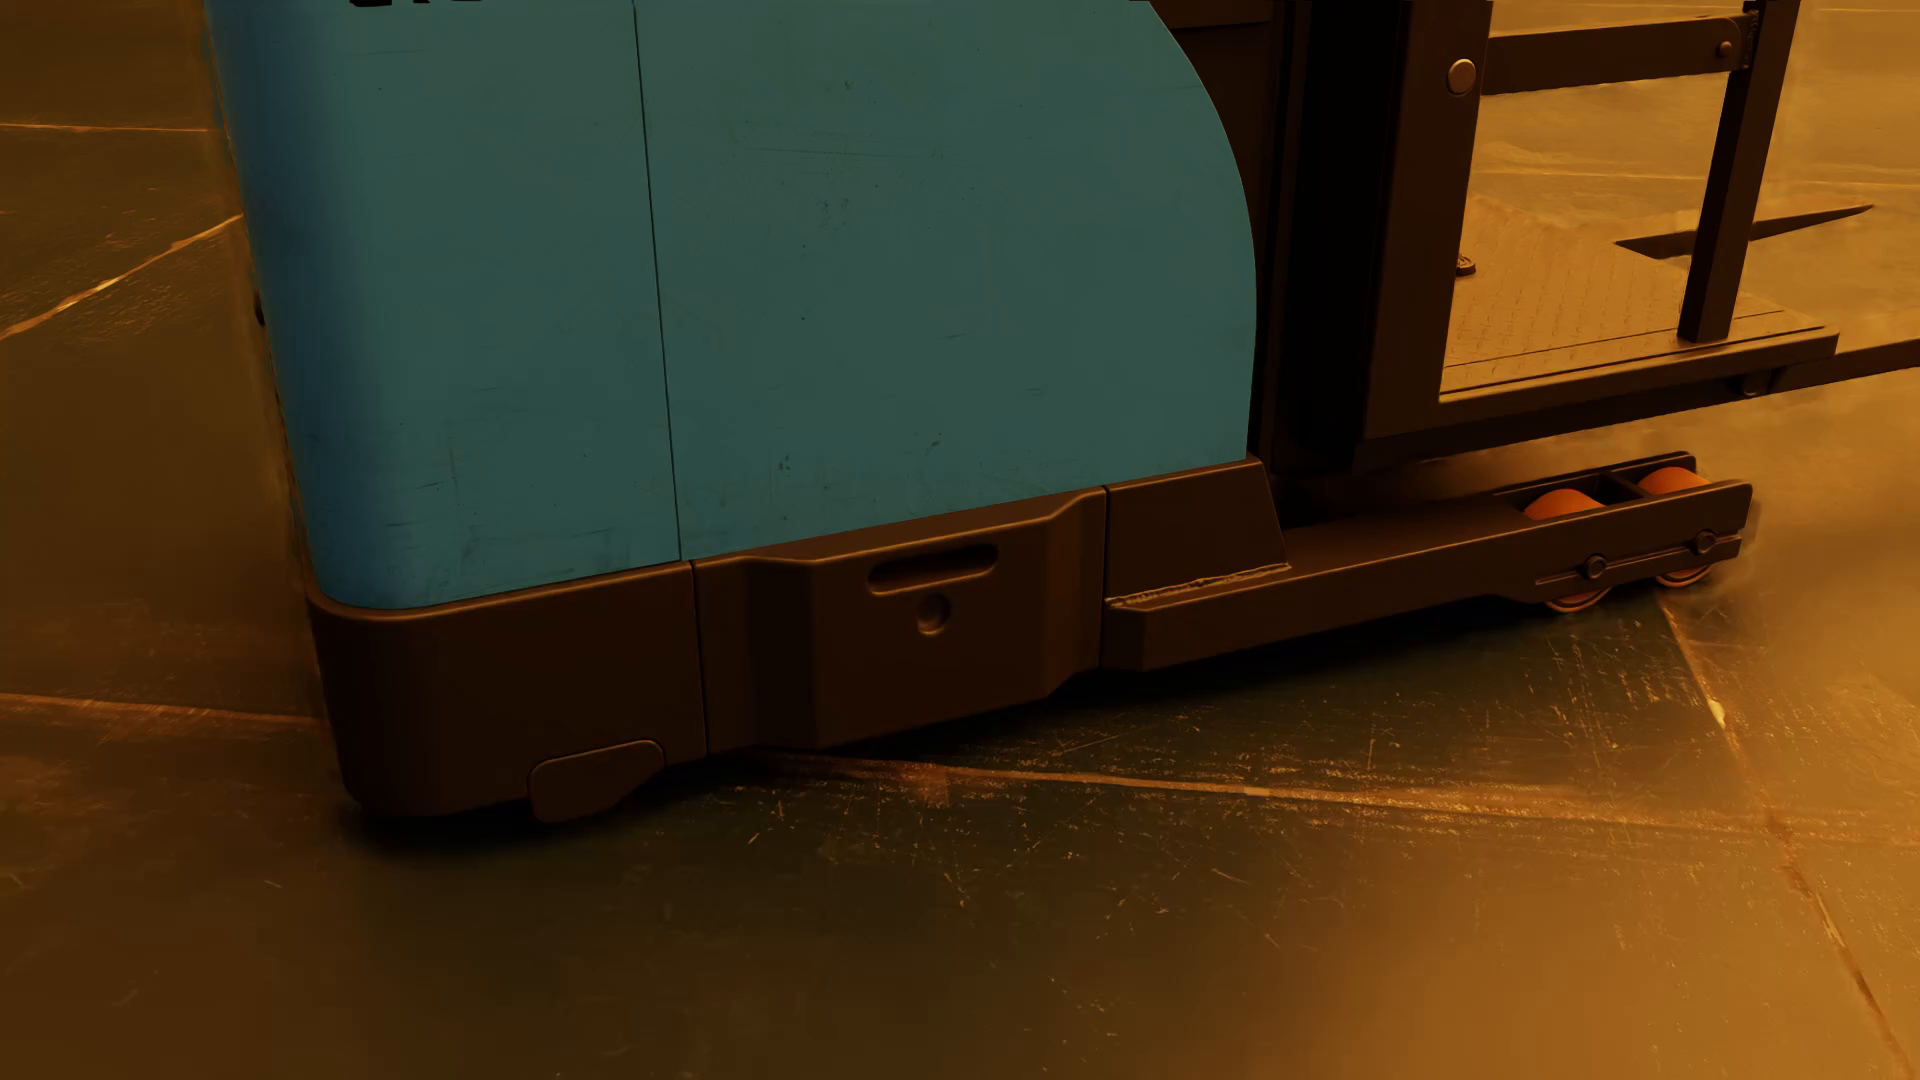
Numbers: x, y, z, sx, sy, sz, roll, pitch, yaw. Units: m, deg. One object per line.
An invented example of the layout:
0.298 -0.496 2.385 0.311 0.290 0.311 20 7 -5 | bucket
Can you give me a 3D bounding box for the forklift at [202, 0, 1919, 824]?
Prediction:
0.562 -1.418 2.058 3.031 2.935 1.130 -11 28 -20 | forklift
